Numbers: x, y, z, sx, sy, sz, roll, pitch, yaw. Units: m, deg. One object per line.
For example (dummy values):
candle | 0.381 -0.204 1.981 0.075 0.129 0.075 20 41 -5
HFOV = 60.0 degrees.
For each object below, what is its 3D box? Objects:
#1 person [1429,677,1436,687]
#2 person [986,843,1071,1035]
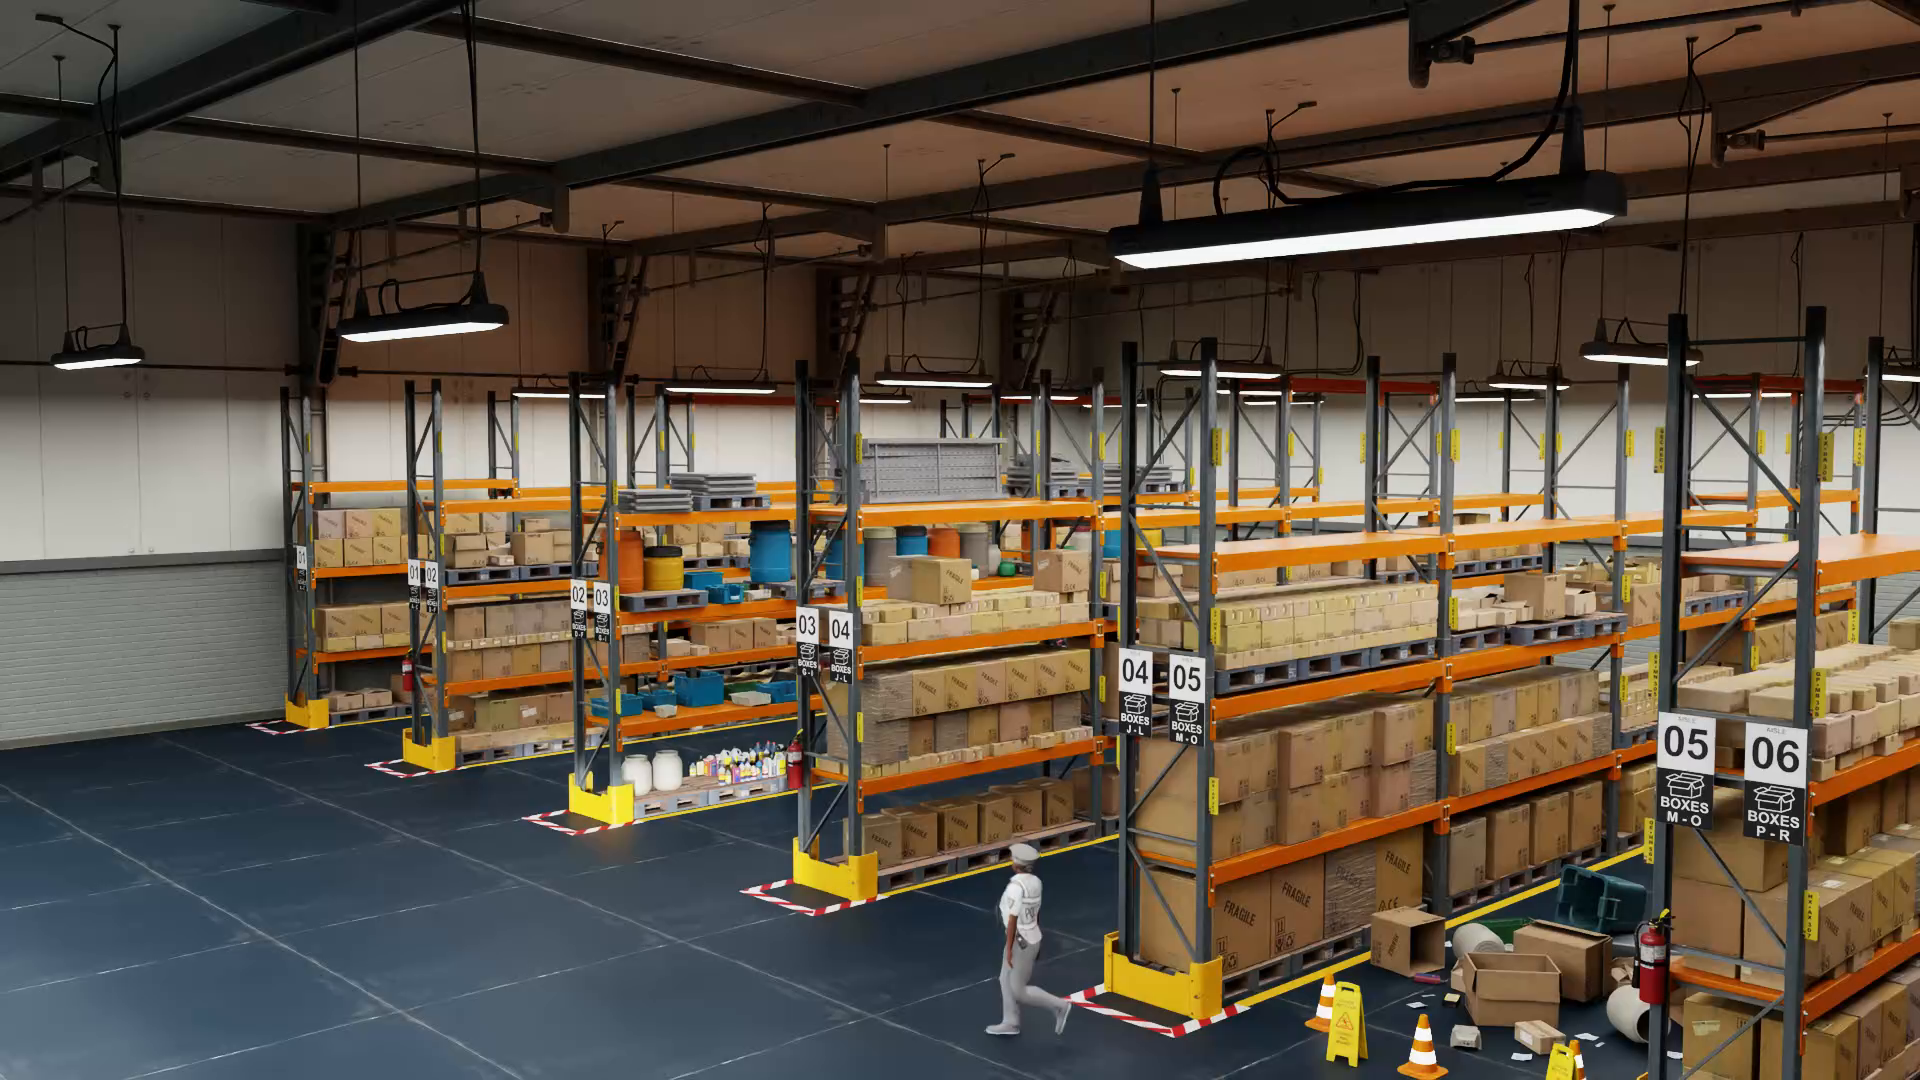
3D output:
person | 6.993 2.732 24.368 0.392 1.802 0.522 1 4 18
person | 0.584 3.421 14.143 0.713 1.673 0.437 0 4 -2
